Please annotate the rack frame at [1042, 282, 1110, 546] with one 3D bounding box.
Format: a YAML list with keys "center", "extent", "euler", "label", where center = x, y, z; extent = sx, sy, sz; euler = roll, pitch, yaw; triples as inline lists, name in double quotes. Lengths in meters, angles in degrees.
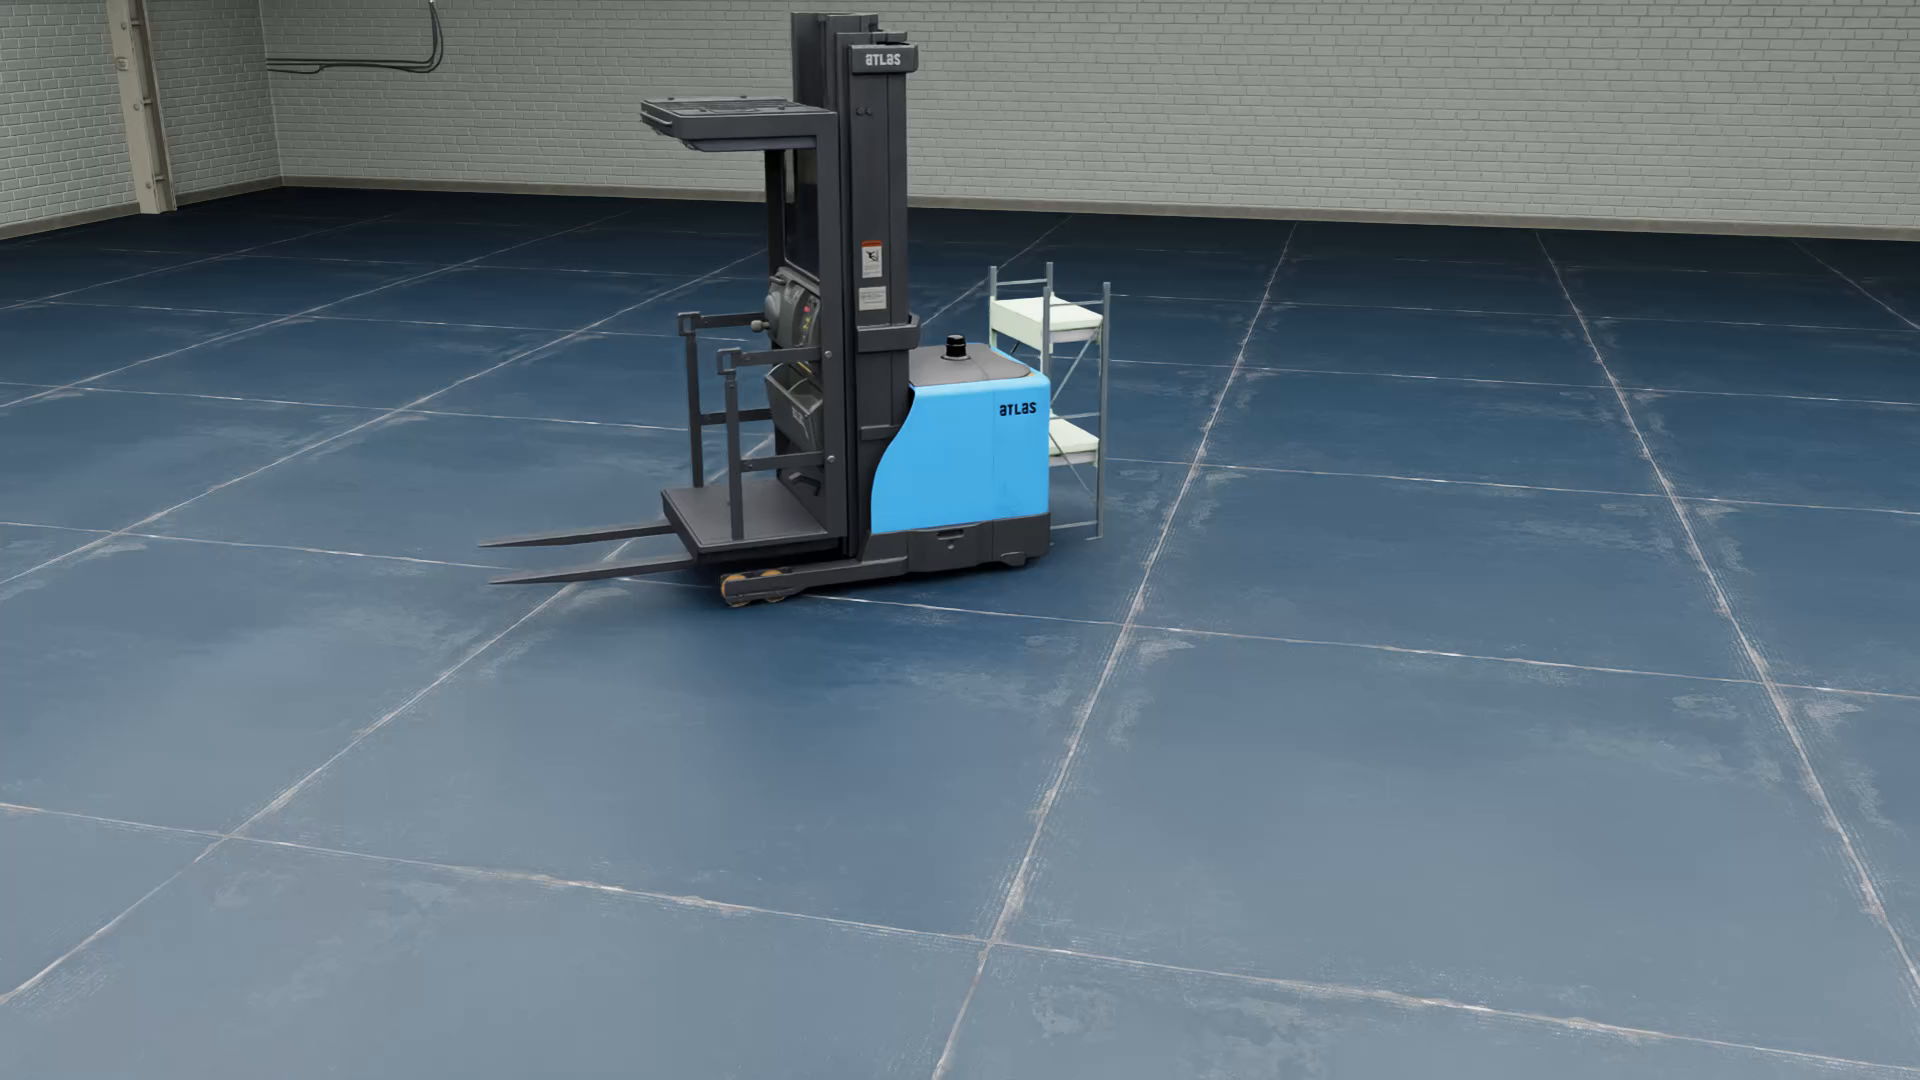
- center: [0.645, -0.697, 9.407]
  extent: [0.400, 1.500, 0.023]
  euler: [-8, 20, -21]
  label: "rack frame"

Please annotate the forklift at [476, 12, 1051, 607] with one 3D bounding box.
- center: [-1.070, -1.231, 8.756]
  extent: [3.031, 2.935, 1.130]
  euler: [-7, 20, -19]
  label: "forklift"

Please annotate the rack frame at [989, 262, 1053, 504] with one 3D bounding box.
- center: [0.364, -0.915, 10.046]
  extent: [0.400, 1.500, 0.023]
  euler: [-8, 20, -21]
  label: "rack frame"

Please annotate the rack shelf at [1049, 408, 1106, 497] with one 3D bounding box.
- center: [0.504, -0.497, 9.832]
  extent: [0.431, 0.370, 0.720]
  euler: [-8, 20, -21]
  label: "rack shelf"

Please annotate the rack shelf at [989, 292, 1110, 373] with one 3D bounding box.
- center: [0.504, -1.175, 9.600]
  extent: [0.431, 0.370, 0.720]
  euler: [-8, 20, -21]
  label: "rack shelf"

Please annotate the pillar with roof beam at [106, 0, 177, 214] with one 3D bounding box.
- center: [-6.905, -8.458, 20.529]
  extent: [9.100, 9.000, 0.400]
  euler: [5, 19, 13]
  label: "pillar with roof beam"

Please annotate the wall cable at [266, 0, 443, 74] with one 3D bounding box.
- center: [-9.078, -8.148, 24.424]
  extent: [3.097, 2.526, 0.112]
  euler: [5, 19, 13]
  label: "wall cable"

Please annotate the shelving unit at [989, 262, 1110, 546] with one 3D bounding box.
- center: [0.504, -0.806, 9.727]
  extent: [0.431, 1.500, 0.755]
  euler: [-8, 20, -21]
  label: "shelving unit"
